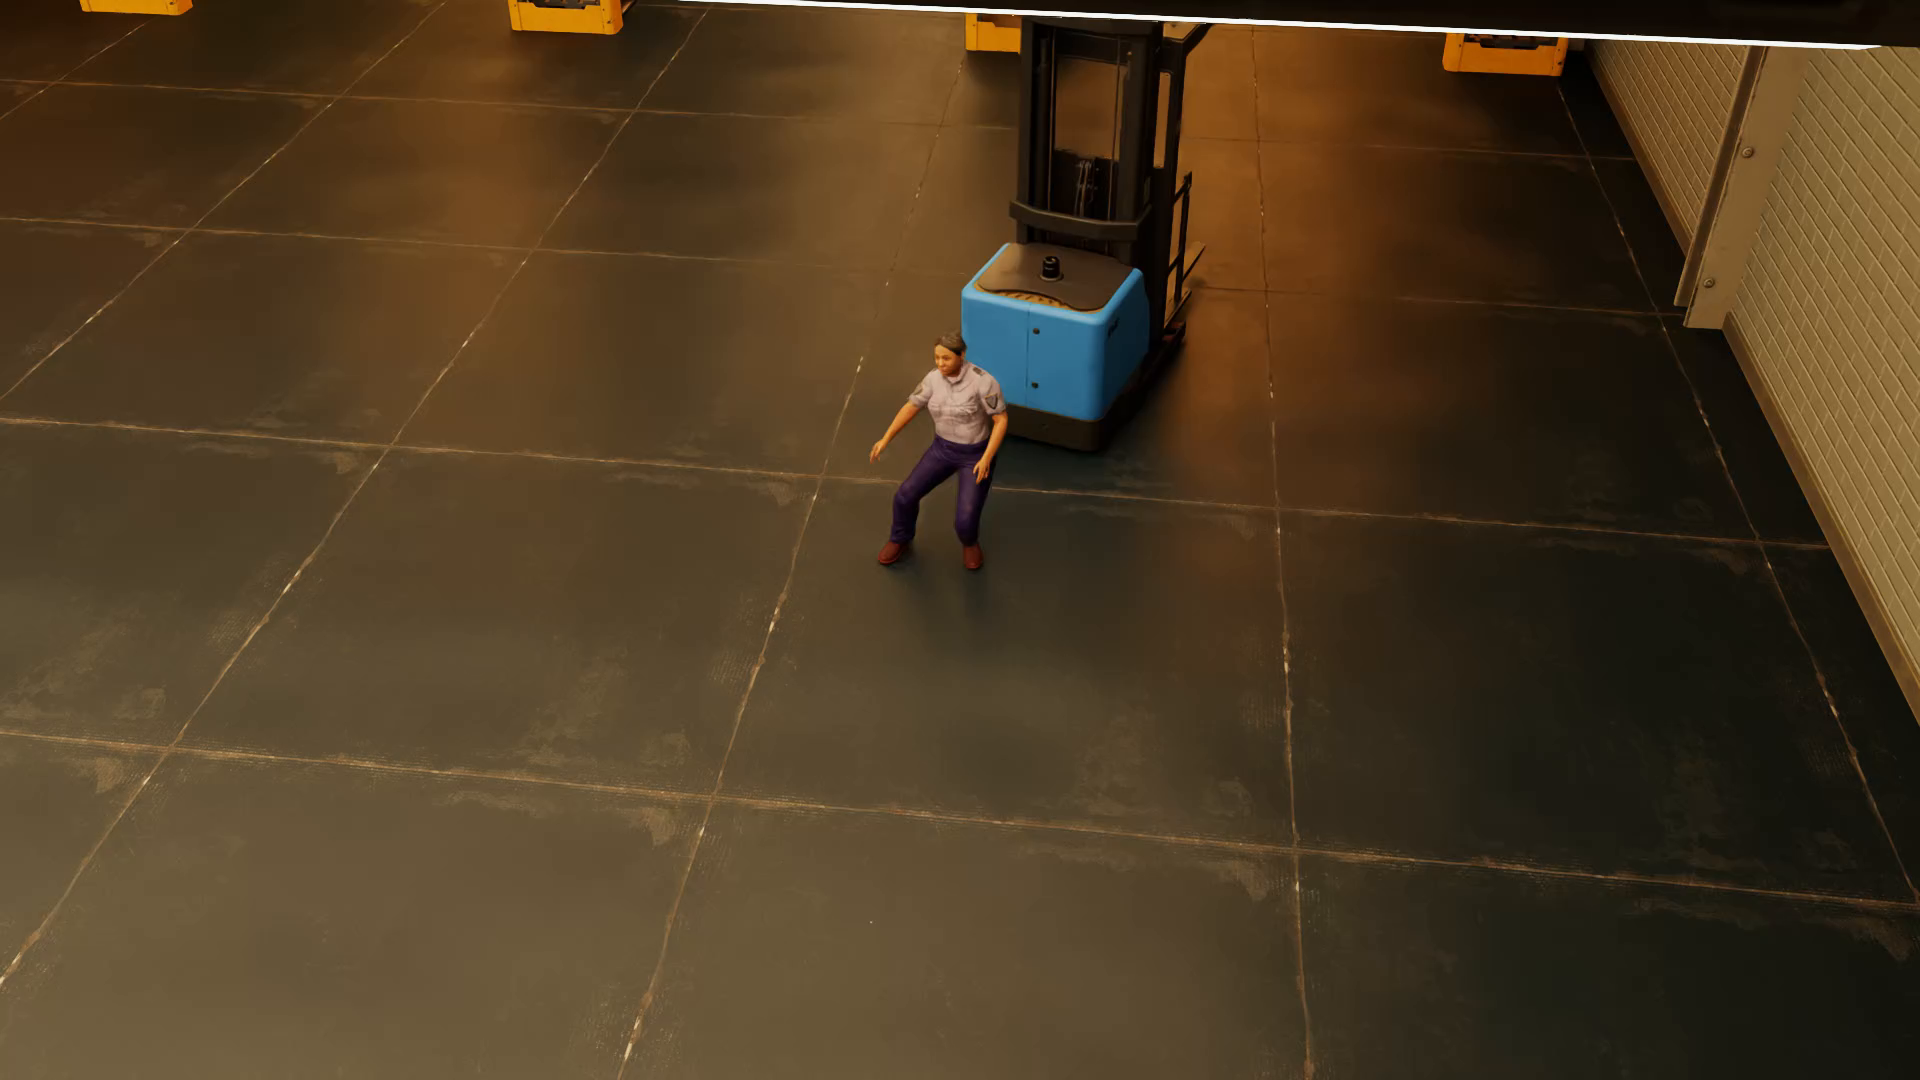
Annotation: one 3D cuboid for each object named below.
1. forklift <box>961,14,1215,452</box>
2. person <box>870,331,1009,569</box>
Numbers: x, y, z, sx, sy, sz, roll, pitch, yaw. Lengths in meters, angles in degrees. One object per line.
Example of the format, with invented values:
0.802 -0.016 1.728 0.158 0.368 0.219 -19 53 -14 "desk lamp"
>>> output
1.050 -2.643 11.615 1.130 2.935 3.031 15 39 19 "forklift"
-0.116 -0.508 9.893 0.721 1.531 0.537 21 41 26 "person"
